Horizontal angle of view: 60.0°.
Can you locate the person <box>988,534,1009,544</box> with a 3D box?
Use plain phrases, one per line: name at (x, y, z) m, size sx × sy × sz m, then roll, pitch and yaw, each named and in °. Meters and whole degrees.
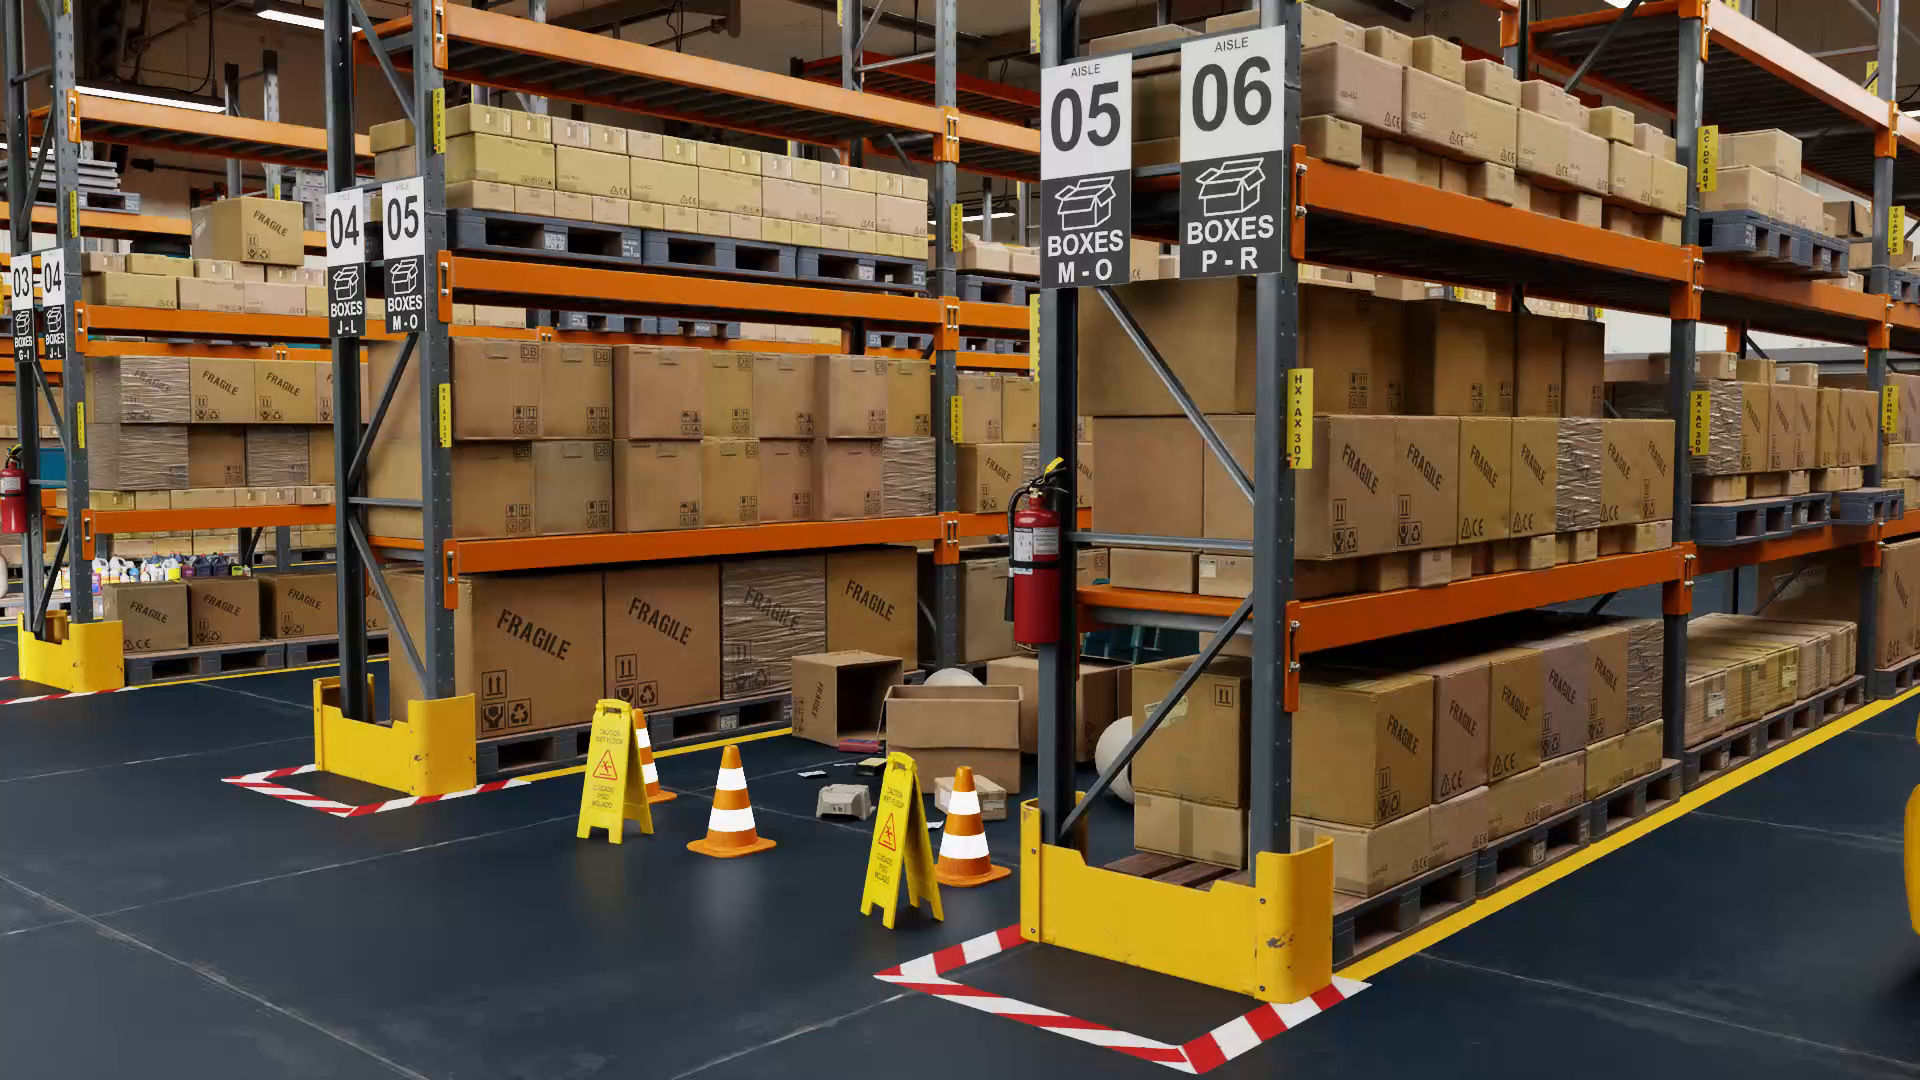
person at (0.471, -0.091, 18.117) m, size 0.462 × 1.593 × 0.343 m, roll 3°, pitch 5°, yaw 41°
